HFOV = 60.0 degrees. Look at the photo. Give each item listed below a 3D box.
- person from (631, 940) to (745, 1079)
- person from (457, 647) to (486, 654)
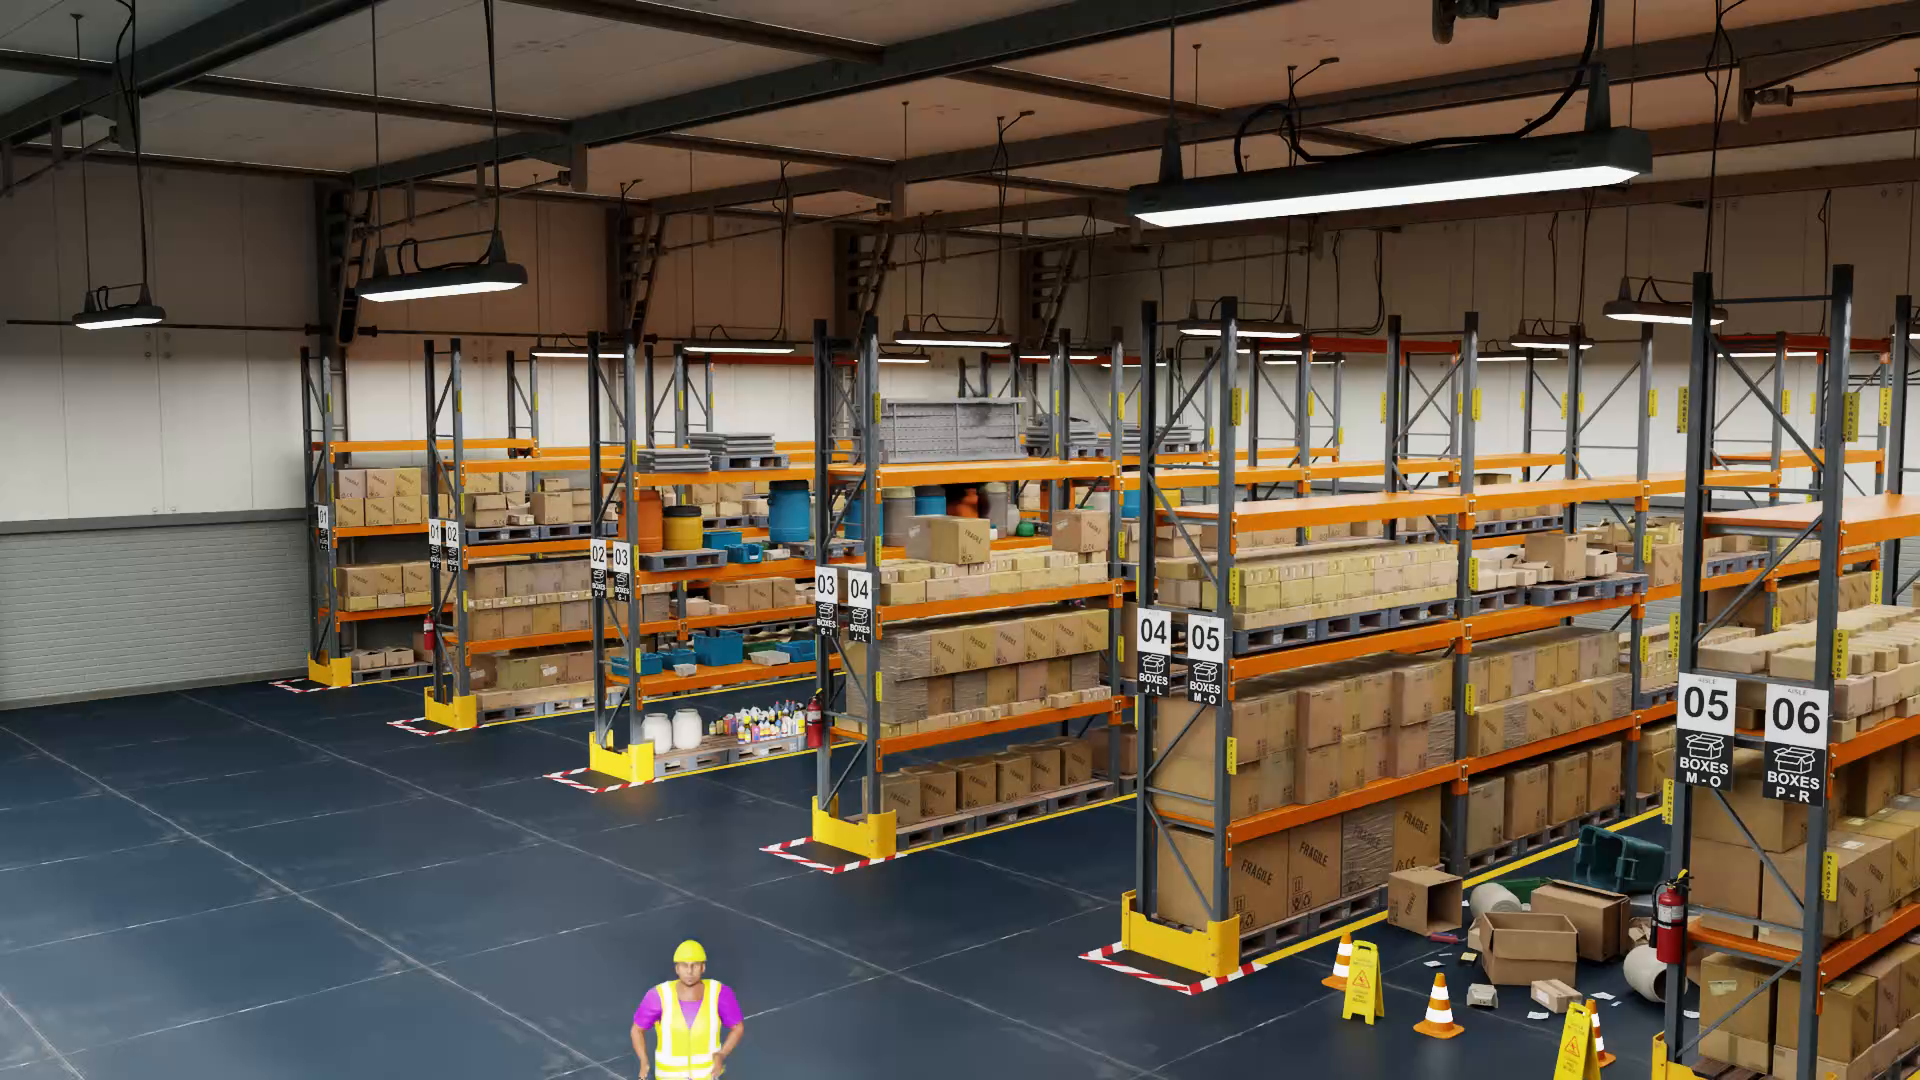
[{"bbox_3d":[-1.716,3.381,10.555,0.718,1.724,0.618,-1,5,-13],"label":"person"},{"bbox_3d":[-8.192,1.821,28.159,0.679,1.736,0.619,3,6,31],"label":"person"}]
